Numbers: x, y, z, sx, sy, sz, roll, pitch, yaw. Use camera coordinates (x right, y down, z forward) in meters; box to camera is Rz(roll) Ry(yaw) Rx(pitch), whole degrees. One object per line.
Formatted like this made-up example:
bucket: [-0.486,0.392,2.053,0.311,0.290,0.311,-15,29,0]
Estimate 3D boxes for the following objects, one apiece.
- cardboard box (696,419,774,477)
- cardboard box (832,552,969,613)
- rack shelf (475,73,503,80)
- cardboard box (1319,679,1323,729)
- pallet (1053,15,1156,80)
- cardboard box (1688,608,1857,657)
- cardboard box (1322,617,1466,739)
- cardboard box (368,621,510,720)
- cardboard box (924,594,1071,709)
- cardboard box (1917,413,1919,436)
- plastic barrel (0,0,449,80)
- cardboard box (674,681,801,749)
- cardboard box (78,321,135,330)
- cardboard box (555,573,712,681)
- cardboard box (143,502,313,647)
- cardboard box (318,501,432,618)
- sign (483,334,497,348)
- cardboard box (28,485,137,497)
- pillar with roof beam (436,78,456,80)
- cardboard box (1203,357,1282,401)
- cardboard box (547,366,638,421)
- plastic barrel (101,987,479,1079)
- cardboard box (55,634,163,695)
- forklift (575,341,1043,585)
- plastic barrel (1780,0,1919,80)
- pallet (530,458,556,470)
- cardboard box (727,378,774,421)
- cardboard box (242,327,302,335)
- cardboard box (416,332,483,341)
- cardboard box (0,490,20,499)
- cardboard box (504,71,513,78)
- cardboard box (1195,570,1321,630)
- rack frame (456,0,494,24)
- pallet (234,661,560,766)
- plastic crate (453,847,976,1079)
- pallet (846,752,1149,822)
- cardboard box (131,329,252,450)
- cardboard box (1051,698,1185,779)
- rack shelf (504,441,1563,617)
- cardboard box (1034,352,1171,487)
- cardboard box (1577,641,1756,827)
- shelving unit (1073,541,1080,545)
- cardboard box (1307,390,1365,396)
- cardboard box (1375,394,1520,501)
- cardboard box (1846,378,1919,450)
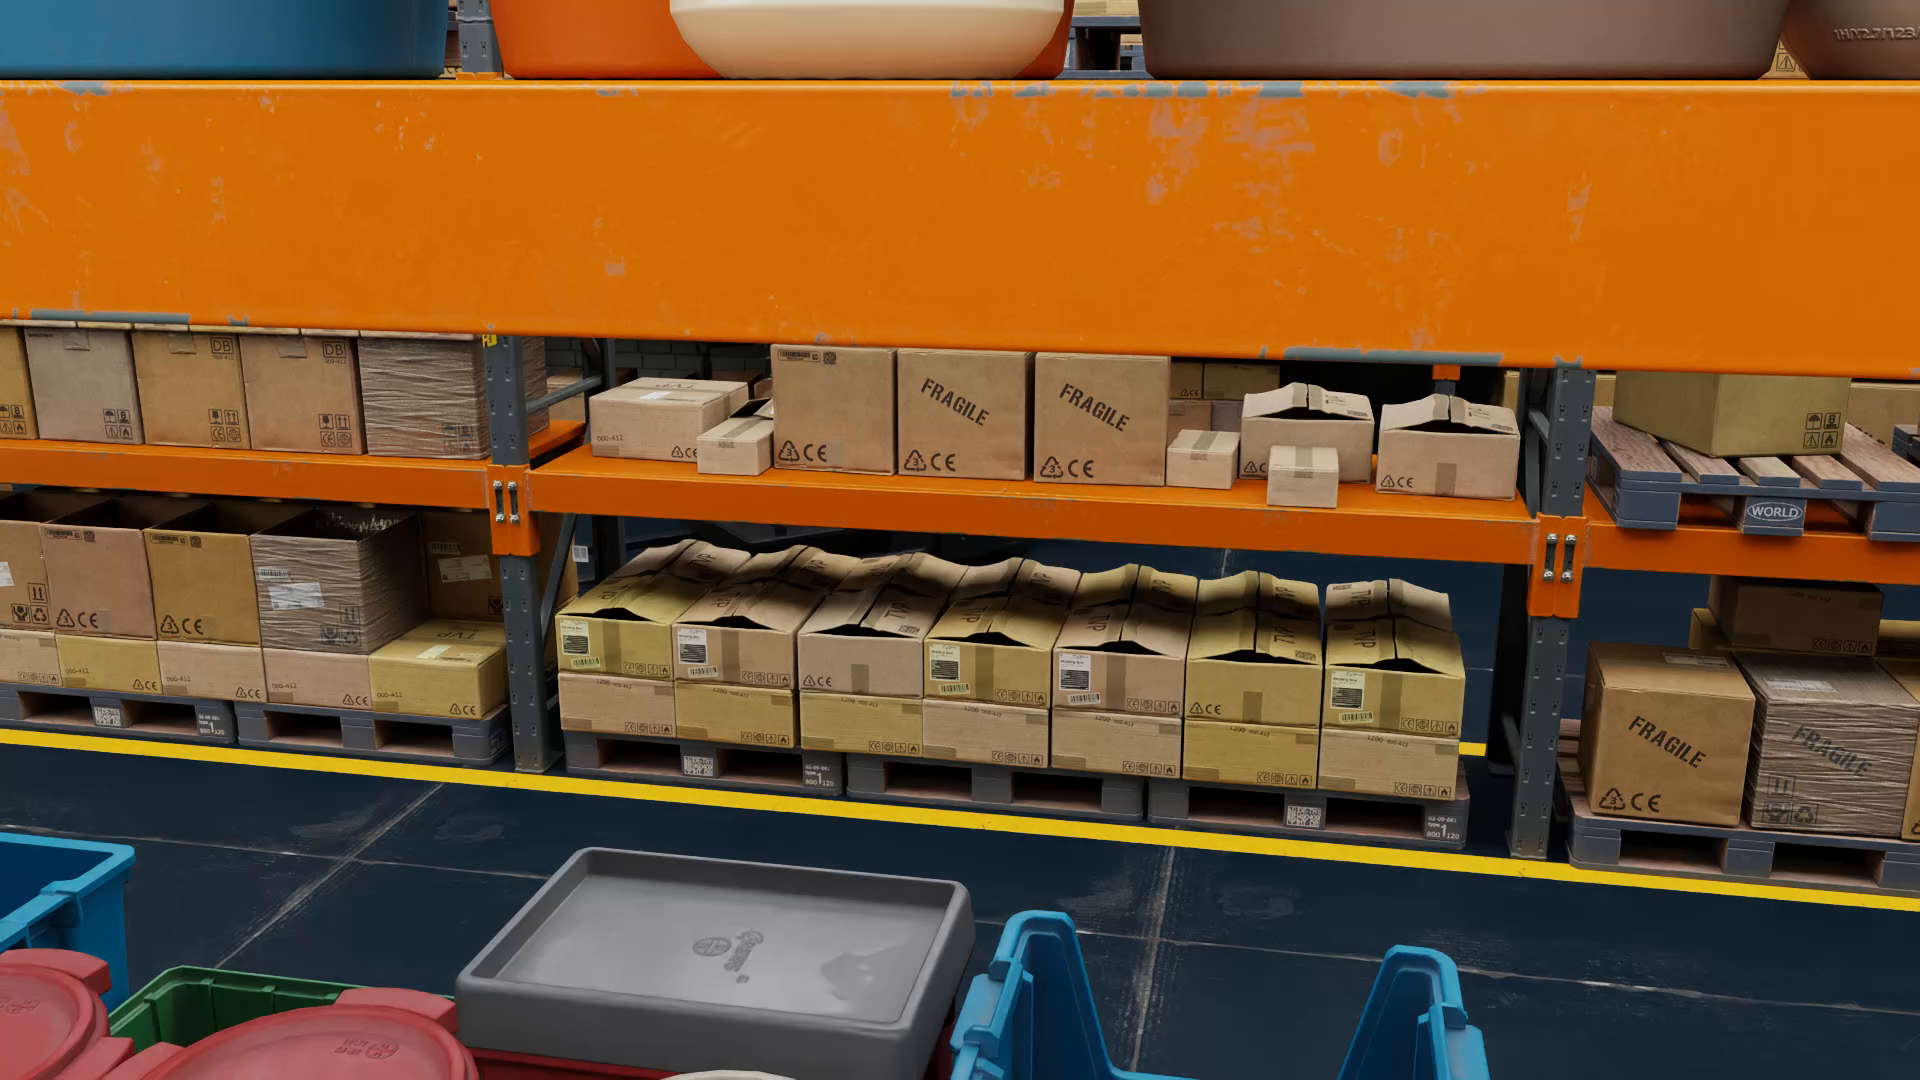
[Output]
cardboard box: [-0.877,-0.375,6.697,0.250,0.149,0.380,3,16,11]
cardboard box: [-0.251,0.256,7.263,0.500,0.311,0.500,3,16,11]
rack shelf: [0.255,-1.589,6.338,4.000,0.370,1.077,3,16,11]
cardboard box: [1.268,0.608,7.043,0.500,0.250,0.500,3,16,10]
pallet: [0.436,-1.810,6.141,1.213,0.211,1.003,4,16,14]
cardboard box: [3.179,0.597,6.575,0.500,0.500,0.500,4,16,13]
cardboard box: [1.653,0.505,6.362,0.500,0.311,0.500,4,16,13]
cardboard box: [-2.202,0.559,7.220,0.500,0.250,0.500,3,16,11]
cardboard box: [0.158,0.425,6.654,0.500,0.311,0.500,4,16,13]
cardboard box: [3.713,-0.532,5.818,0.500,0.500,0.700,6,17,22]
plastic barrel: [-0.872,-0.948,1.738,0.708,0.901,0.600,3,16,11]
cardboard box: [-0.858,0.640,6.926,0.500,0.250,0.500,4,16,12]
cardboard box: [-3.518,-0.997,7.070,0.250,0.149,0.380,4,16,13]
cardboard box: [-1.349,0.343,6.948,0.500,0.311,0.500,3,16,11]
cardboard box: [-3.181,0.142,7.319,0.500,0.500,0.500,3,16,11]
cardboard box: [-2.588,0.034,7.710,0.500,0.500,0.500,3,16,11]
sign: [-1.814,-0.907,6.376,0.005,0.325,0.100,3,16,11]
cardboard box: [-4.057,-0.048,8.005,0.500,0.500,0.500,3,16,11]
pillar with roof beam: [-4.640,-4.059,8.289,0.400,9.000,9.100,3,16,11]
cardboard box: [1.937,-1.120,11.370,0.500,0.250,0.500,3,16,12]
cardboard box: [-2.713,-0.970,12.233,0.500,0.500,0.700,2,16,8]
plastic barrel: [-0.658,0.804,1.716,0.433,0.535,0.433,0,15,0]
cardboard box: [-3.673,0.480,7.503,0.500,0.250,0.500,3,16,11]
forklift: [-1.022,-1.241,9.482,3.031,2.935,1.130,-9,18,-30]
plastic barrel: [0.981,-0.684,1.515,0.421,0.512,0.421,0,15,0]
pallet: [-2.585,-0.639,12.405,1.213,0.211,1.003,3,16,11]
cardboard box: [-0.806,-0.533,7.049,0.258,0.266,0.396,3,16,10]
cardboard box: [-2.770,-0.956,6.923,0.250,0.149,0.380,3,16,11]
cardboard box: [-2.014,-0.916,6.776,0.250,0.149,0.380,3,16,11]
cardboard box: [-4.653,0.065,7.598,0.500,0.500,0.500,3,16,11]
cardboard box: [-2.805,-3.438,11.441,0.500,0.500,0.500,4,16,15]
cardboard box: [1.244,0.338,6.965,0.500,0.311,0.500,3,16,10]
rack frame: [-1.704,-3.488,6.225,0.127,3.000,1.000,3,16,11]
pallet: [-2.475,0.694,7.591,1.213,0.211,1.003,3,16,11]
plastic crate: [-0.298,0.715,2.172,0.583,0.464,0.402,3,16,11]
pallet: [0.224,0.841,7.062,1.213,0.211,1.003,3,16,11]
cardboard box: [-3.150,-0.721,7.287,0.500,0.500,0.700,3,16,12]
cardboard box: [0.653,0.721,6.635,0.500,0.250,0.500,3,16,12]
rack shelf: [0.255,-0.143,6.738,4.000,0.370,1.077,3,16,11]
cardboard box: [0.568,-0.517,6.552,0.500,0.500,0.500,2,16,8]
cardboard box: [2.604,0.708,6.176,0.500,0.500,0.500,4,16,13]
shelving unit: [0.575,-0.608,10.438,0.503,1.200,0.258,10,18,32]
cardboard box: [2.483,-0.712,11.301,0.500,0.500,0.700,3,16,12]
cardboard box: [1.868,-0.372,6.381,0.500,0.311,0.500,4,16,15]
cardboard box: [5.584,-0.680,10.570,0.750,0.750,0.750,4,16,13]
